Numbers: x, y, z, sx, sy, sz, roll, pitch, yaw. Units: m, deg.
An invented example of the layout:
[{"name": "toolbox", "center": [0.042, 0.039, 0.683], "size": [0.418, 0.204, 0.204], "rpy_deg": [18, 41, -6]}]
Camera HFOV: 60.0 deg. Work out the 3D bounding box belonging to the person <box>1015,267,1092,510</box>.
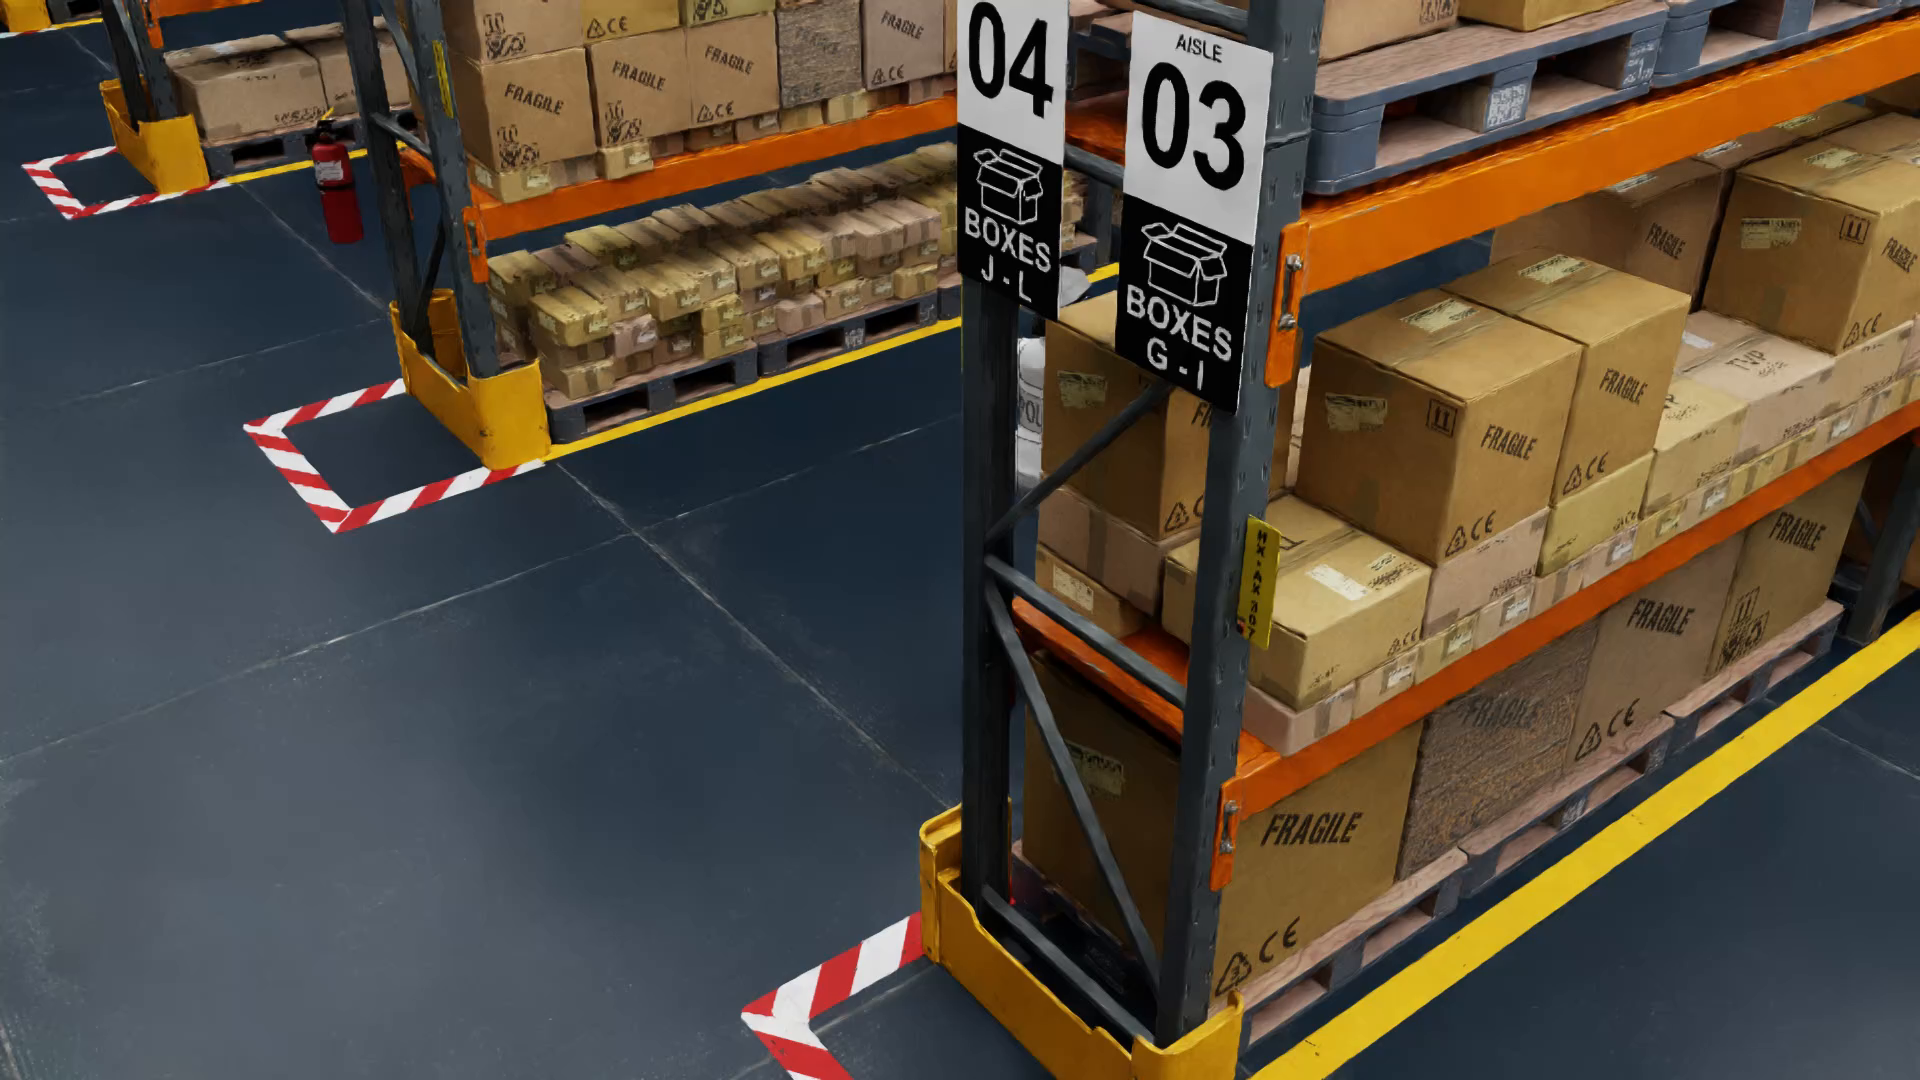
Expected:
[{"name": "person", "center": [0.419, -0.314, 6.625], "size": [0.666, 1.664, 0.851], "rpy_deg": [23, 39, 32]}]
